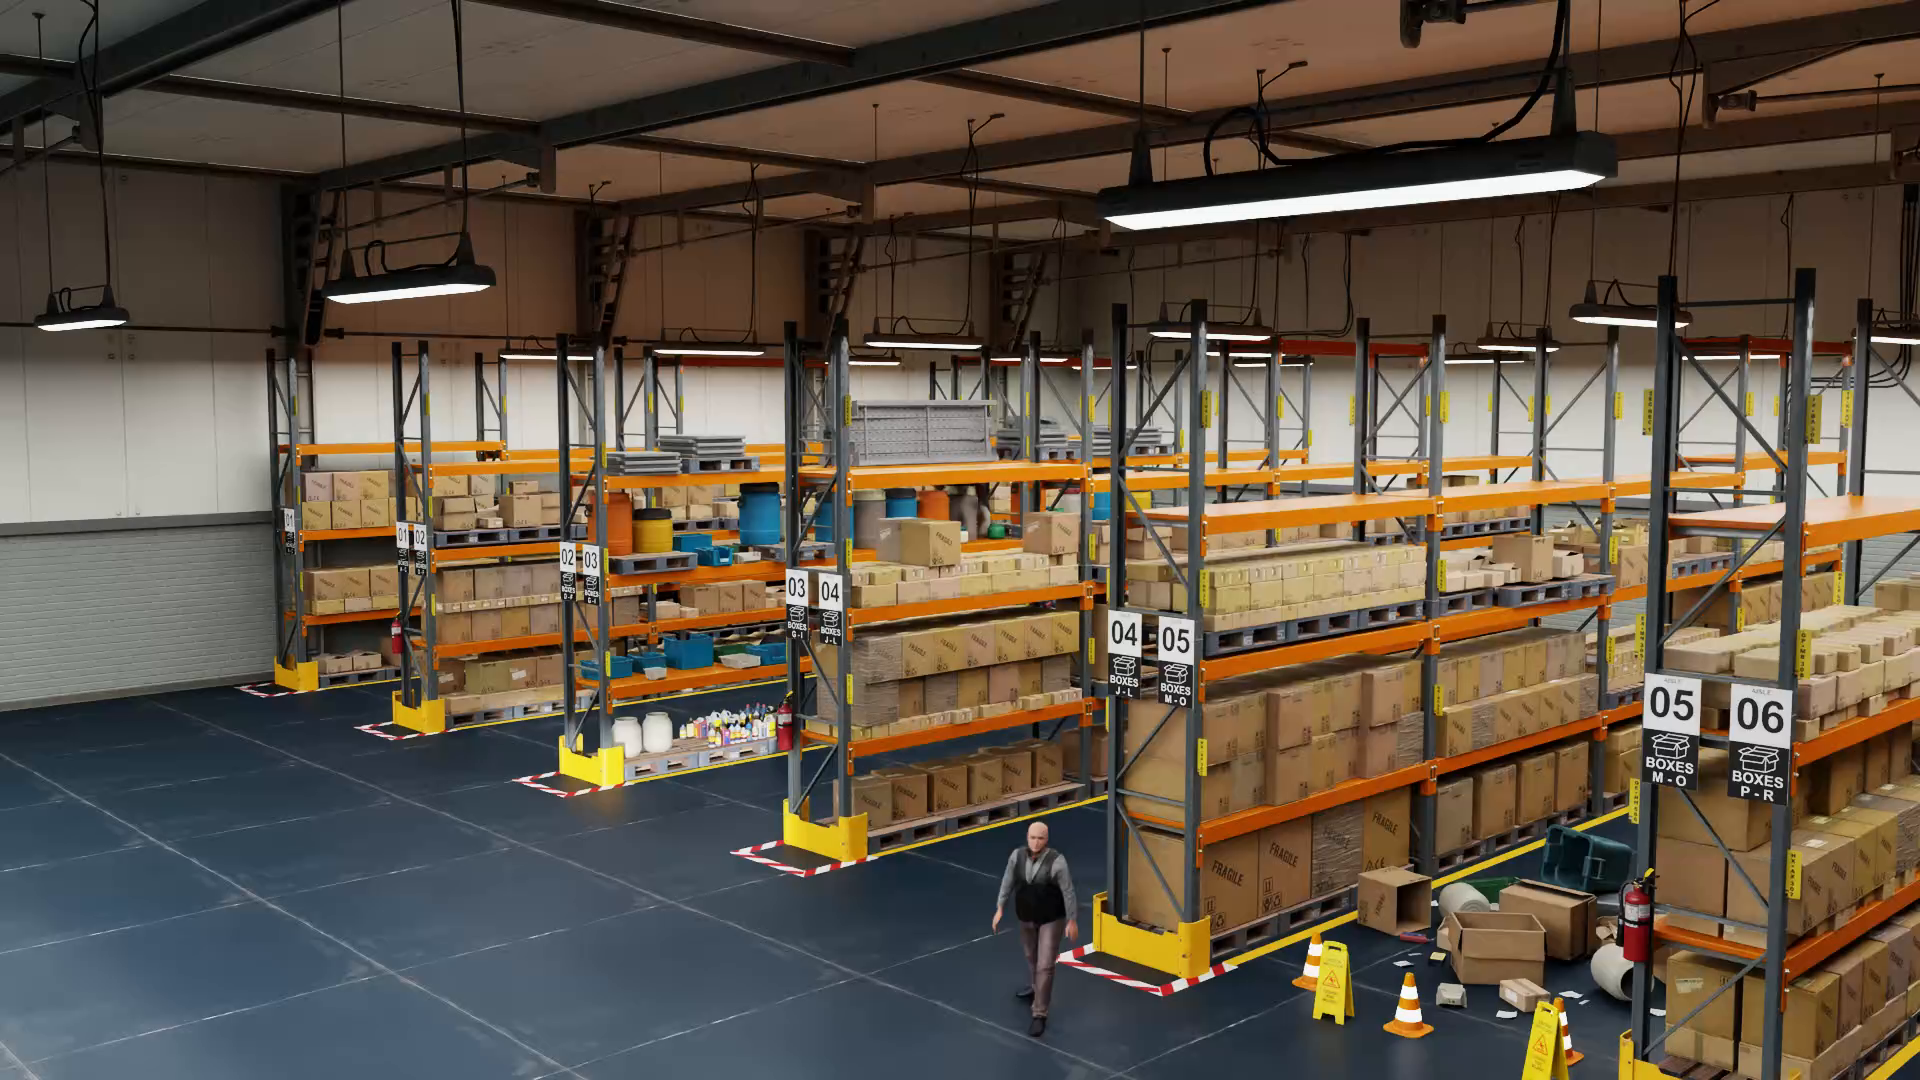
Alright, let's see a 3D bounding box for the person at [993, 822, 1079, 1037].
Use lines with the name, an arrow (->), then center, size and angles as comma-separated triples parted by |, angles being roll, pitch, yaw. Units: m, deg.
person -> 0.645, 3.137, 13.782 | 0.678, 1.678, 0.881 | 3, 6, 30
